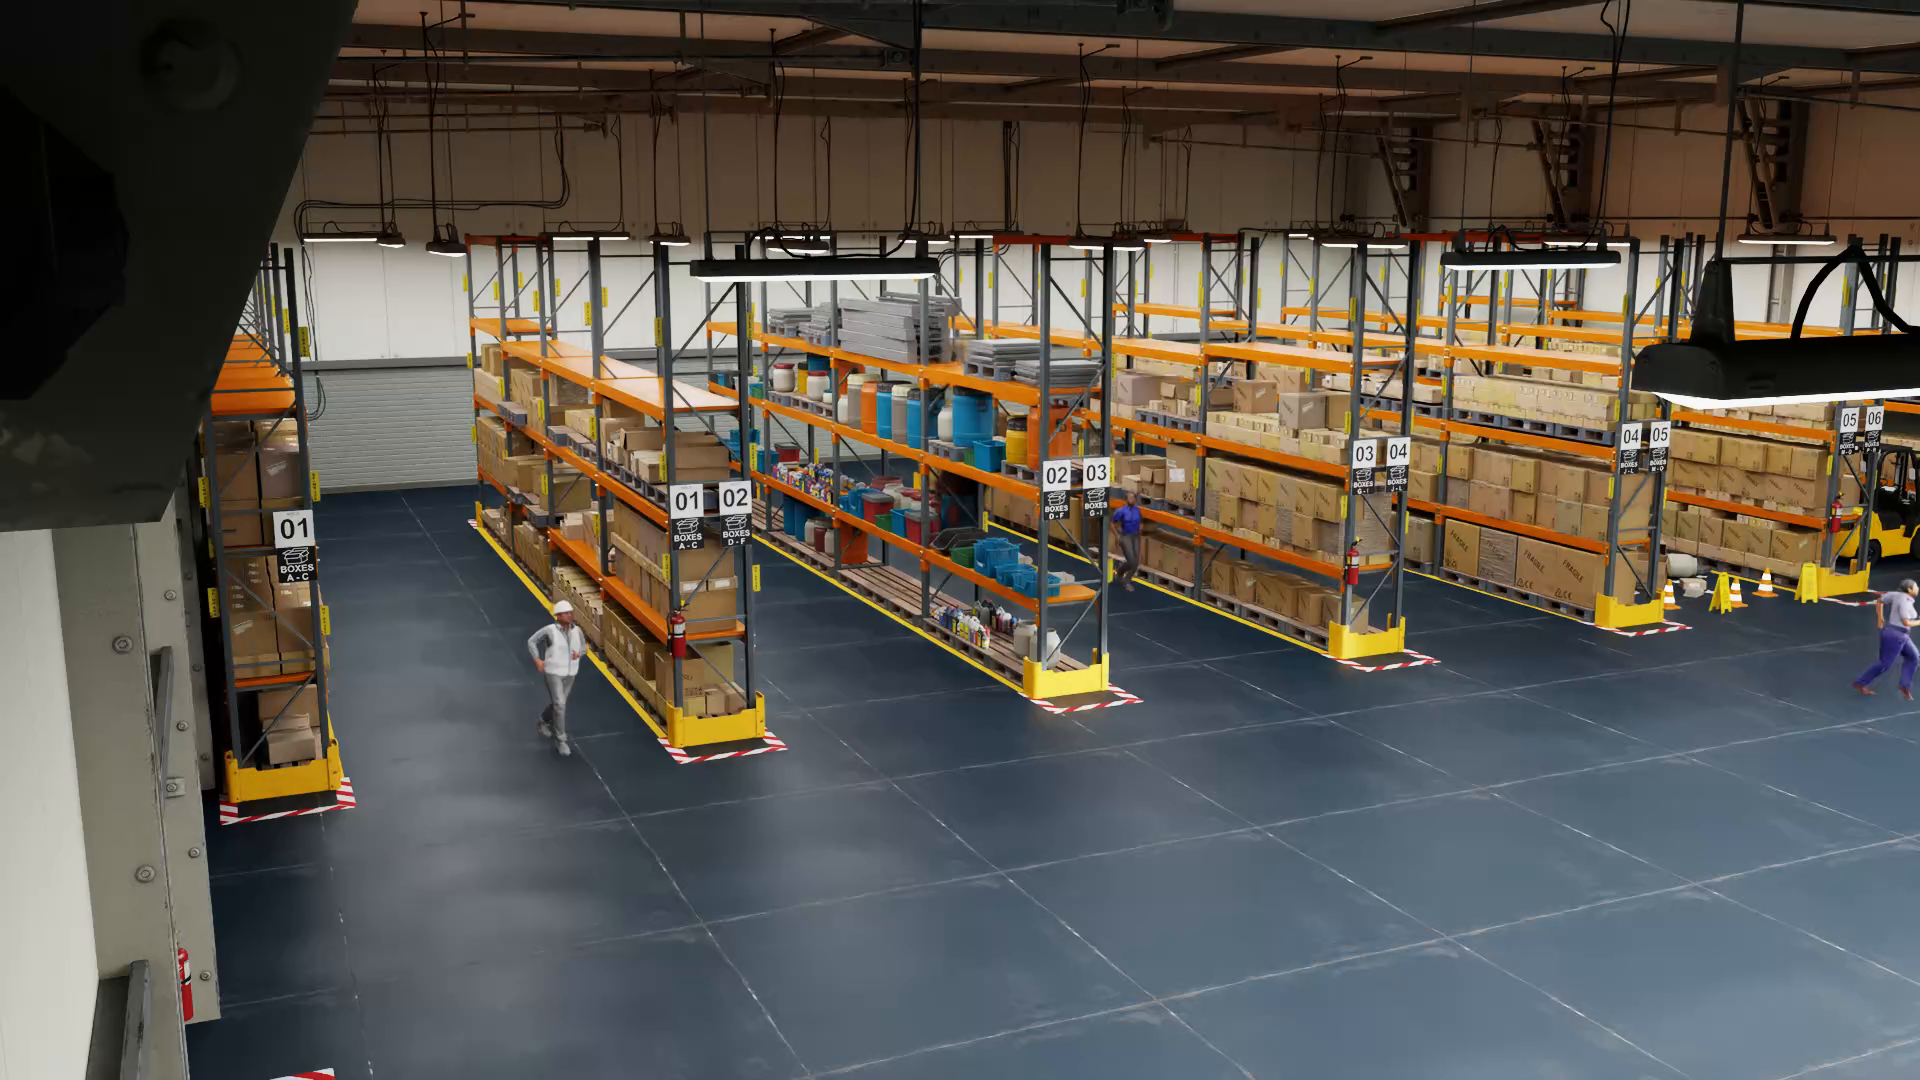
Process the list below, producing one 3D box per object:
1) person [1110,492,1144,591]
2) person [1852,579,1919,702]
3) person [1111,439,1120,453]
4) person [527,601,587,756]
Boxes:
[{"bbox_3d":[2.796,0.022,27.340,0.586,1.641,0.504,-6,12,-26],"label":"person"},{"bbox_3d":[12.353,1.325,22.057,0.829,1.687,0.626,4,12,20],"label":"person"},{"bbox_3d":[3.145,-1.247,34.918,0.684,1.847,0.752,-4,12,-20],"label":"person"},{"bbox_3d":[-4.839,1.623,20.204,0.886,1.800,0.680,10,15,41],"label":"person"}]
